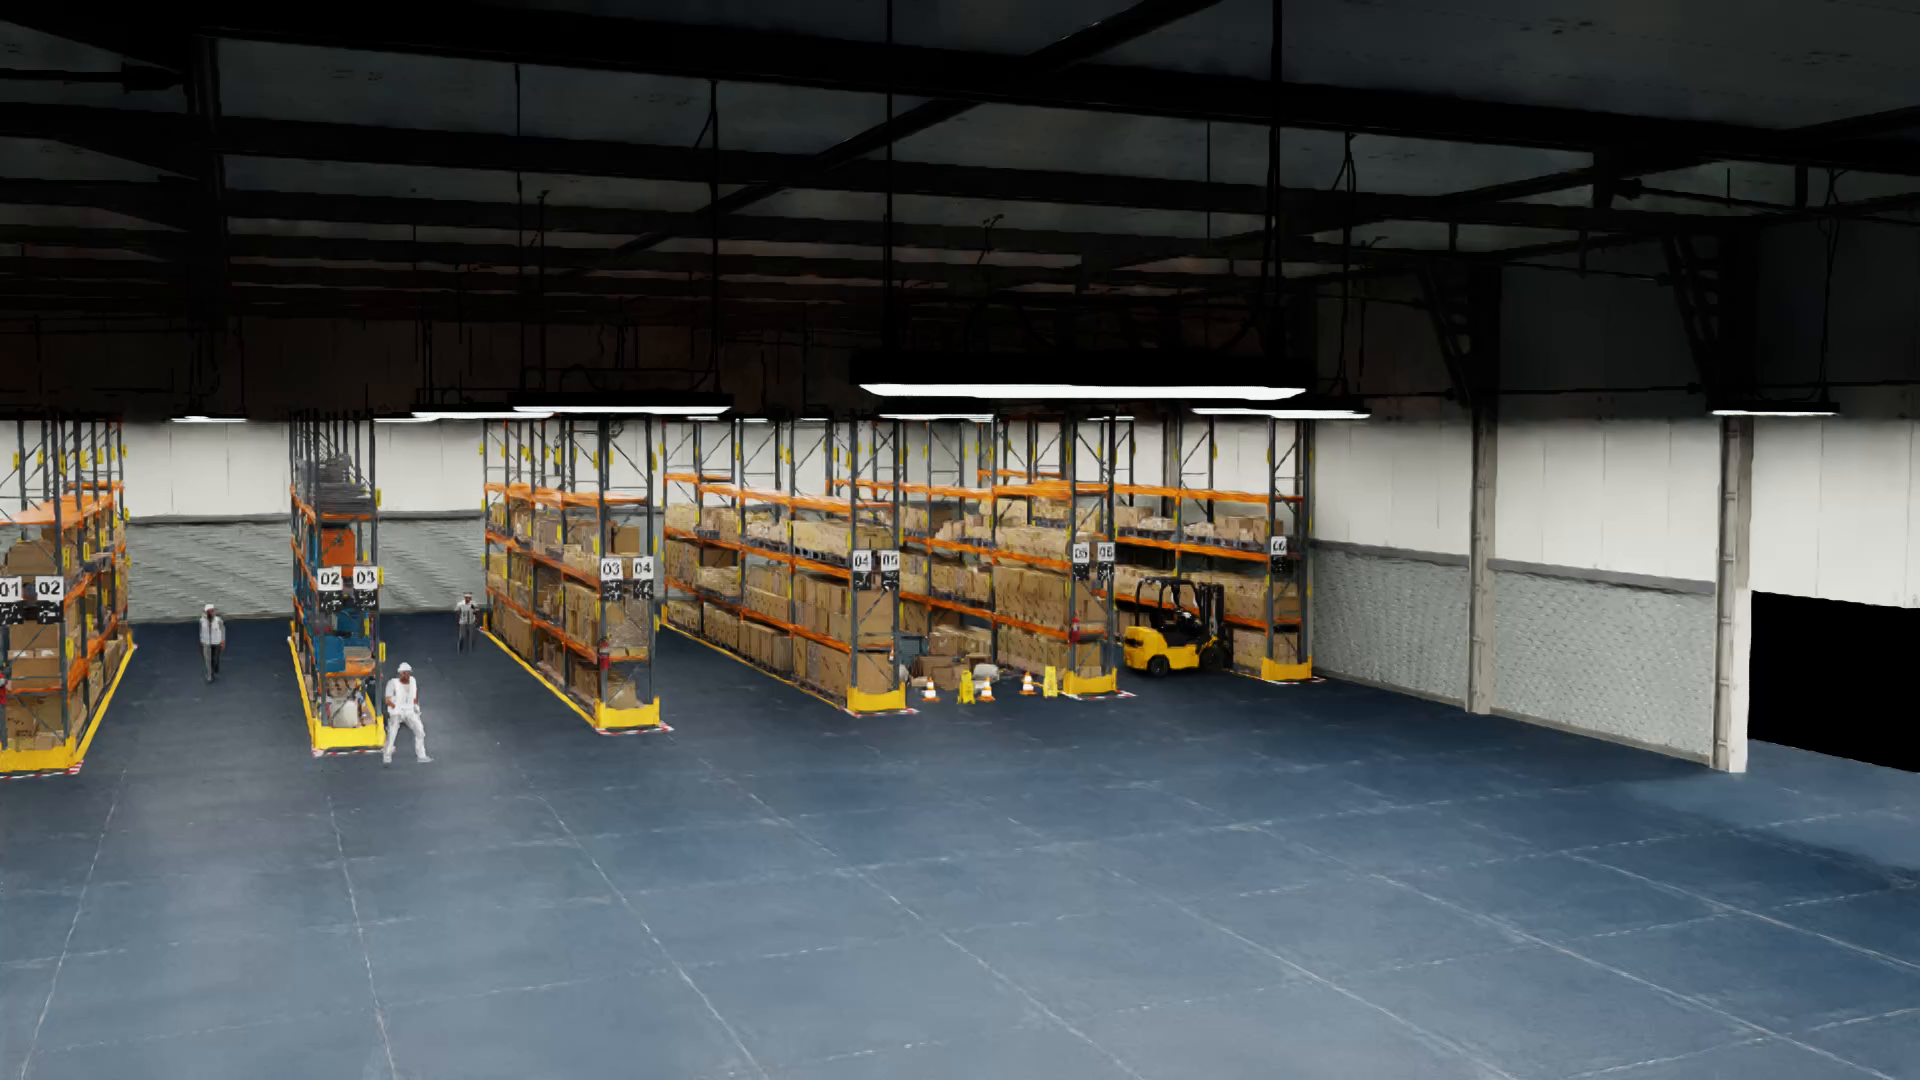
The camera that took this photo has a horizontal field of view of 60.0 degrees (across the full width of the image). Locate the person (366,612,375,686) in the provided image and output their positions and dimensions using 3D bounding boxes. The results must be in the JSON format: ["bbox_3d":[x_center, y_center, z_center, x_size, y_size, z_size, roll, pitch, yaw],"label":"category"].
[{"bbox_3d":[-12.896,2.384,36.337,0.352,1.561,0.581,0,4,-2],"label":"person"}]

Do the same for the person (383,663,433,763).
[{"bbox_3d":[-9.349,2.897,27.916,0.702,1.713,0.817,-4,5,-42],"label":"person"}]

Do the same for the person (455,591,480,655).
[{"bbox_3d":[-12.174,2.040,41.086,0.592,1.629,0.526,-2,4,-25],"label":"person"}]

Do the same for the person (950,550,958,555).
[{"bbox_3d":[-0.182,1.143,53.286,0.581,1.707,0.982,0,4,-1],"label":"person"}]

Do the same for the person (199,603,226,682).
[{"bbox_3d":[-16.666,2.267,37.067,0.555,1.725,1.029,-2,4,-24],"label":"person"}]
